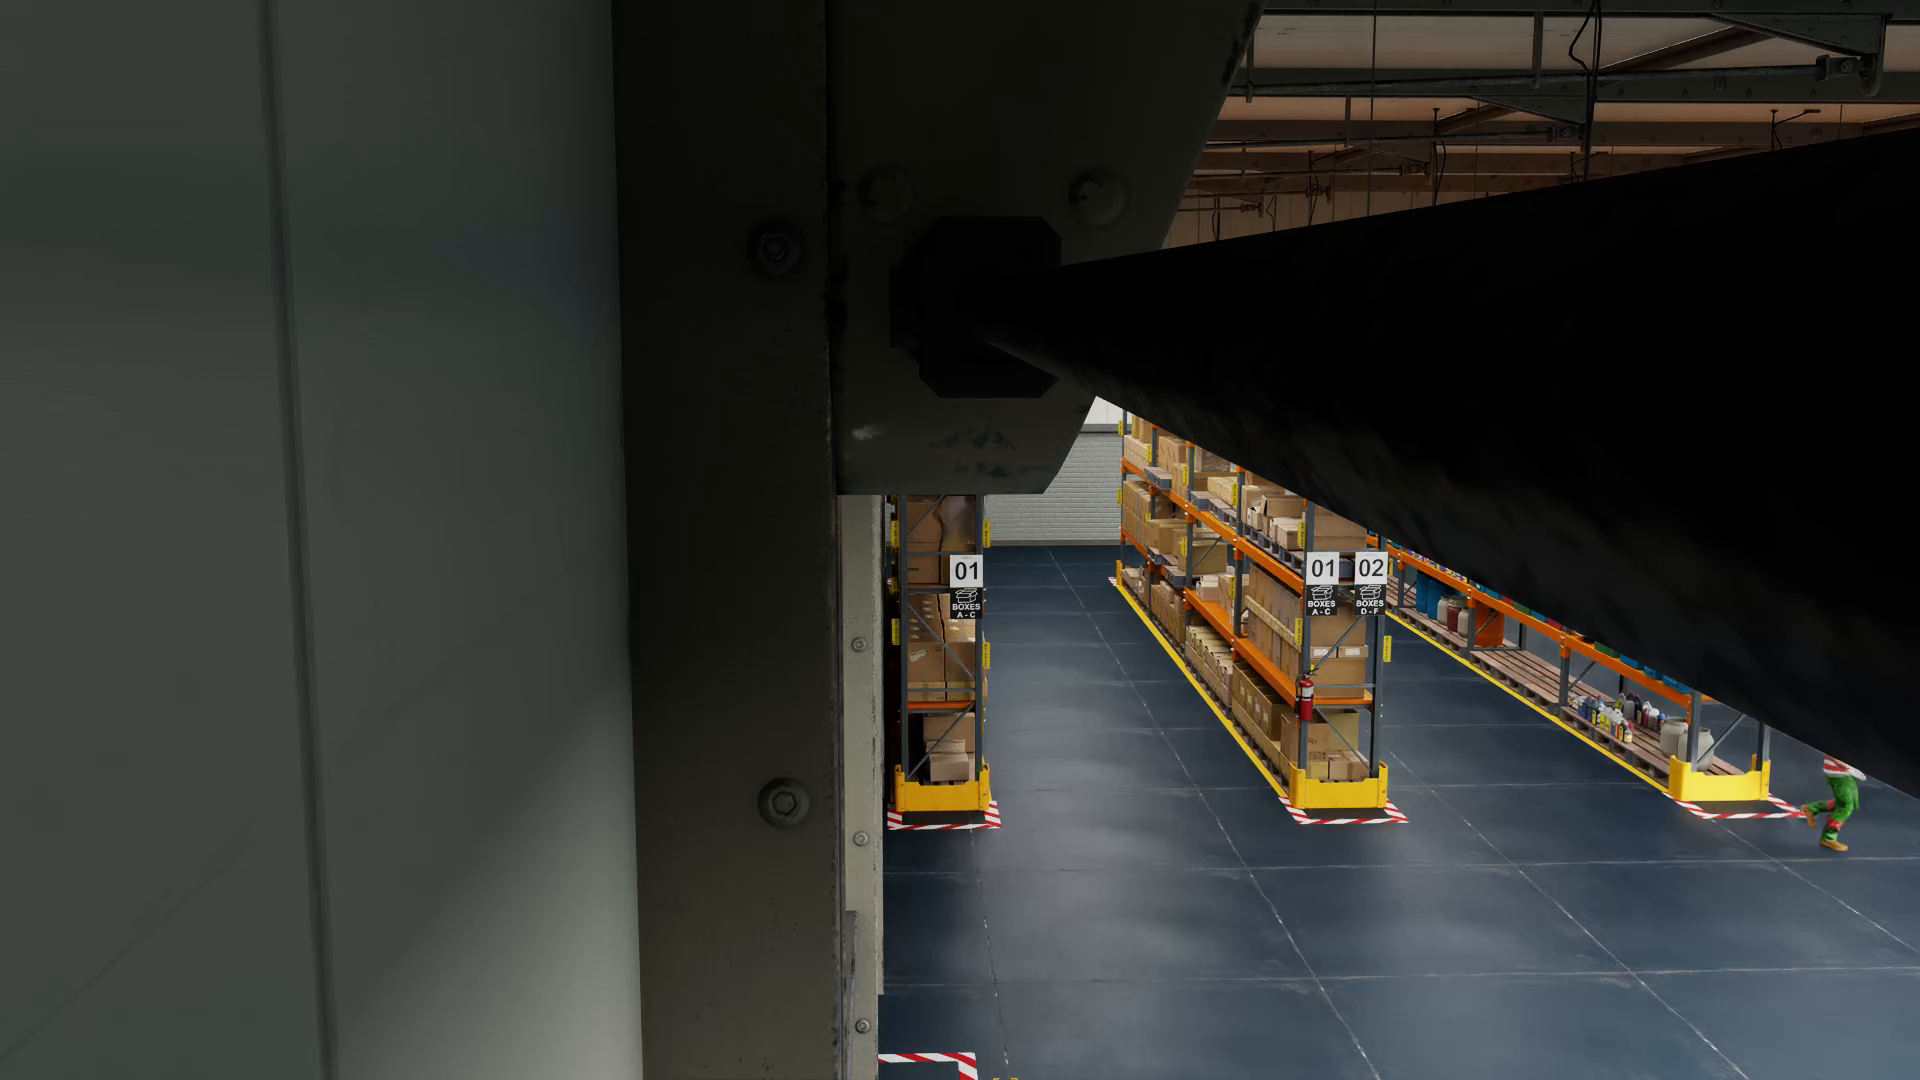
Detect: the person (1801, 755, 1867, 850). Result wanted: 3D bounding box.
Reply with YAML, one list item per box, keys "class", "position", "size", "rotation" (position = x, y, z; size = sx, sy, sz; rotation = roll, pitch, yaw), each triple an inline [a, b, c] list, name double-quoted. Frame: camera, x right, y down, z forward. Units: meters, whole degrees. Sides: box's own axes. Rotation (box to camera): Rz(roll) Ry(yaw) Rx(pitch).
- class: "person"
  position: [10.098, 2.675, 19.108]
  size: [0.619, 1.751, 0.684]
  rotation: [6, 10, 36]
